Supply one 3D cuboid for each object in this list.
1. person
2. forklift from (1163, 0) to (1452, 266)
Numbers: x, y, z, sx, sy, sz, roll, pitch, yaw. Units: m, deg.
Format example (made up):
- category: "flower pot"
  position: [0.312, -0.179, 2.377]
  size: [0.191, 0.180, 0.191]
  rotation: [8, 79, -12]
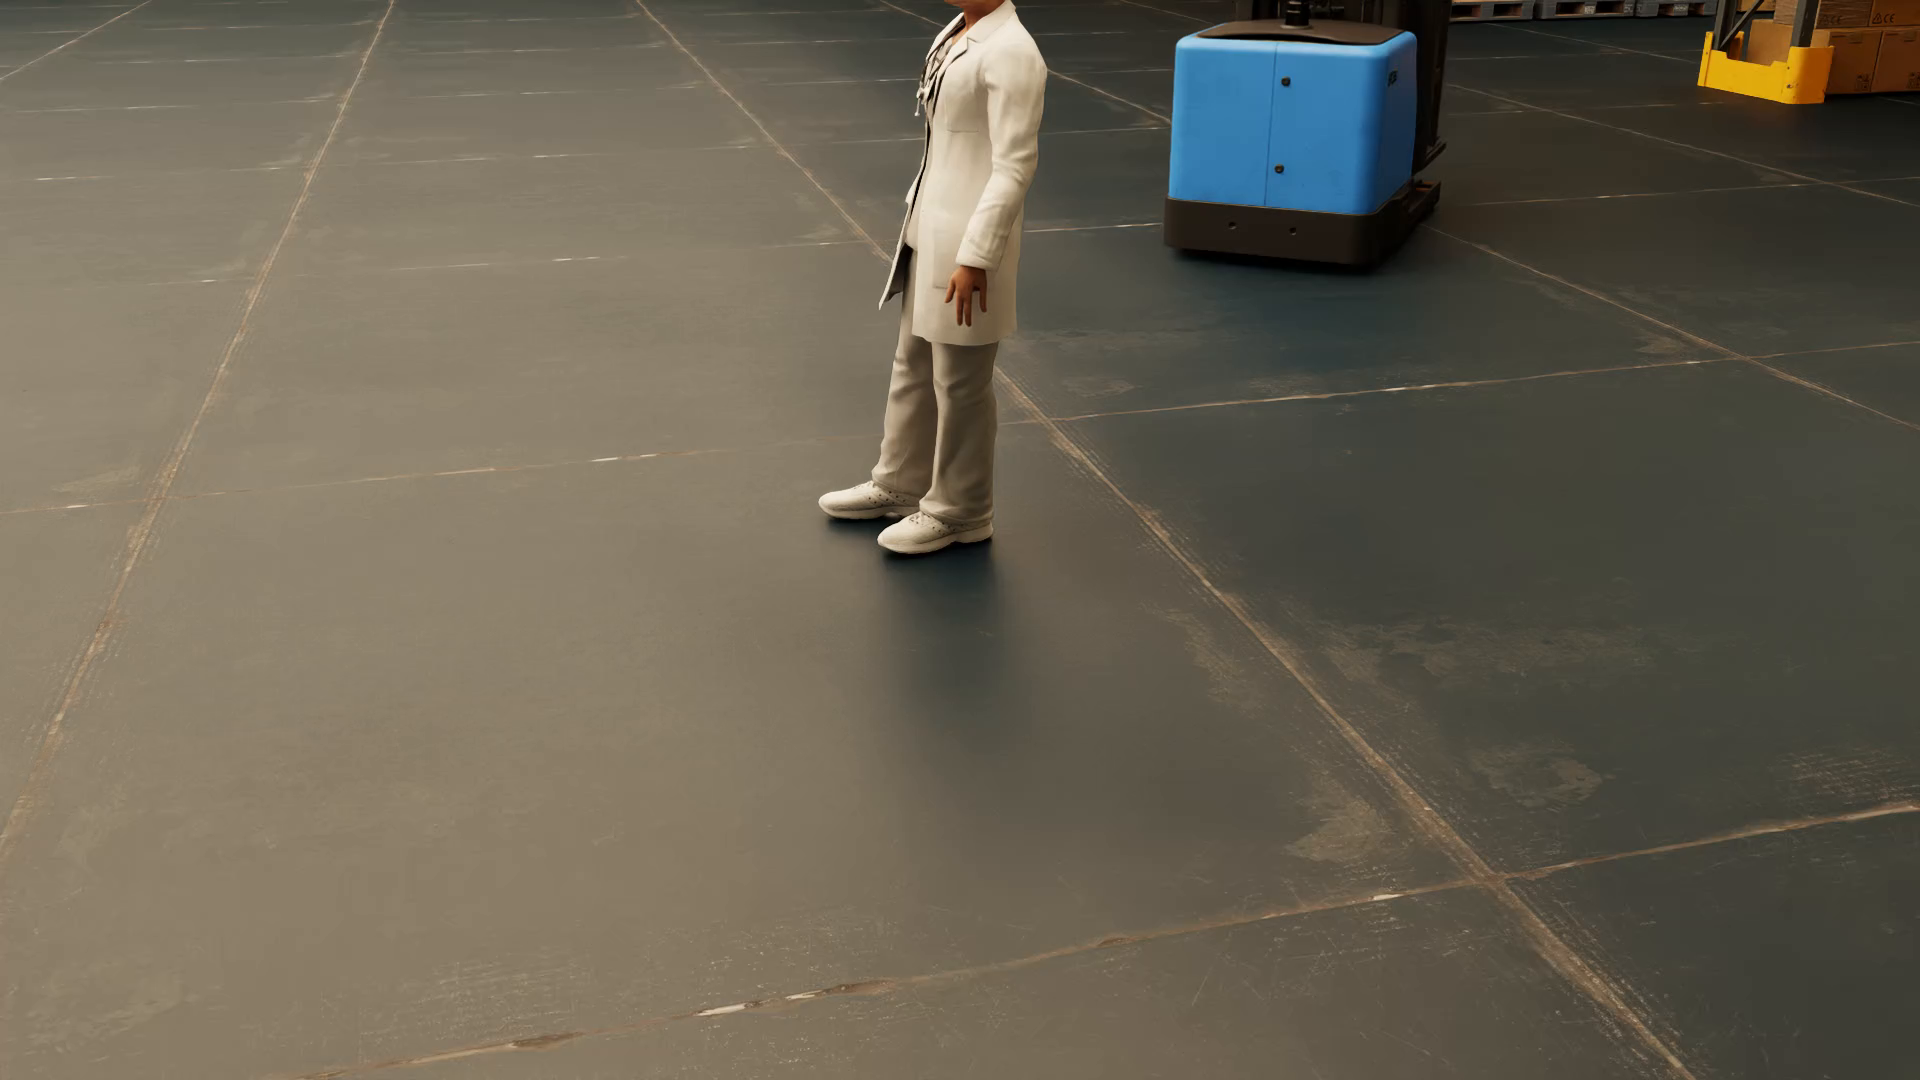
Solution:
- category: "person"
  position: [-0.089, -0.817, 4.683]
  size: [0.578, 1.778, 0.698]
  rotation: [-6, 24, -14]
- category: "forklift"
  position: [2.087, -3.212, 8.855]
  size: [1.130, 2.935, 3.031]
  rotation: [10, 25, 22]
